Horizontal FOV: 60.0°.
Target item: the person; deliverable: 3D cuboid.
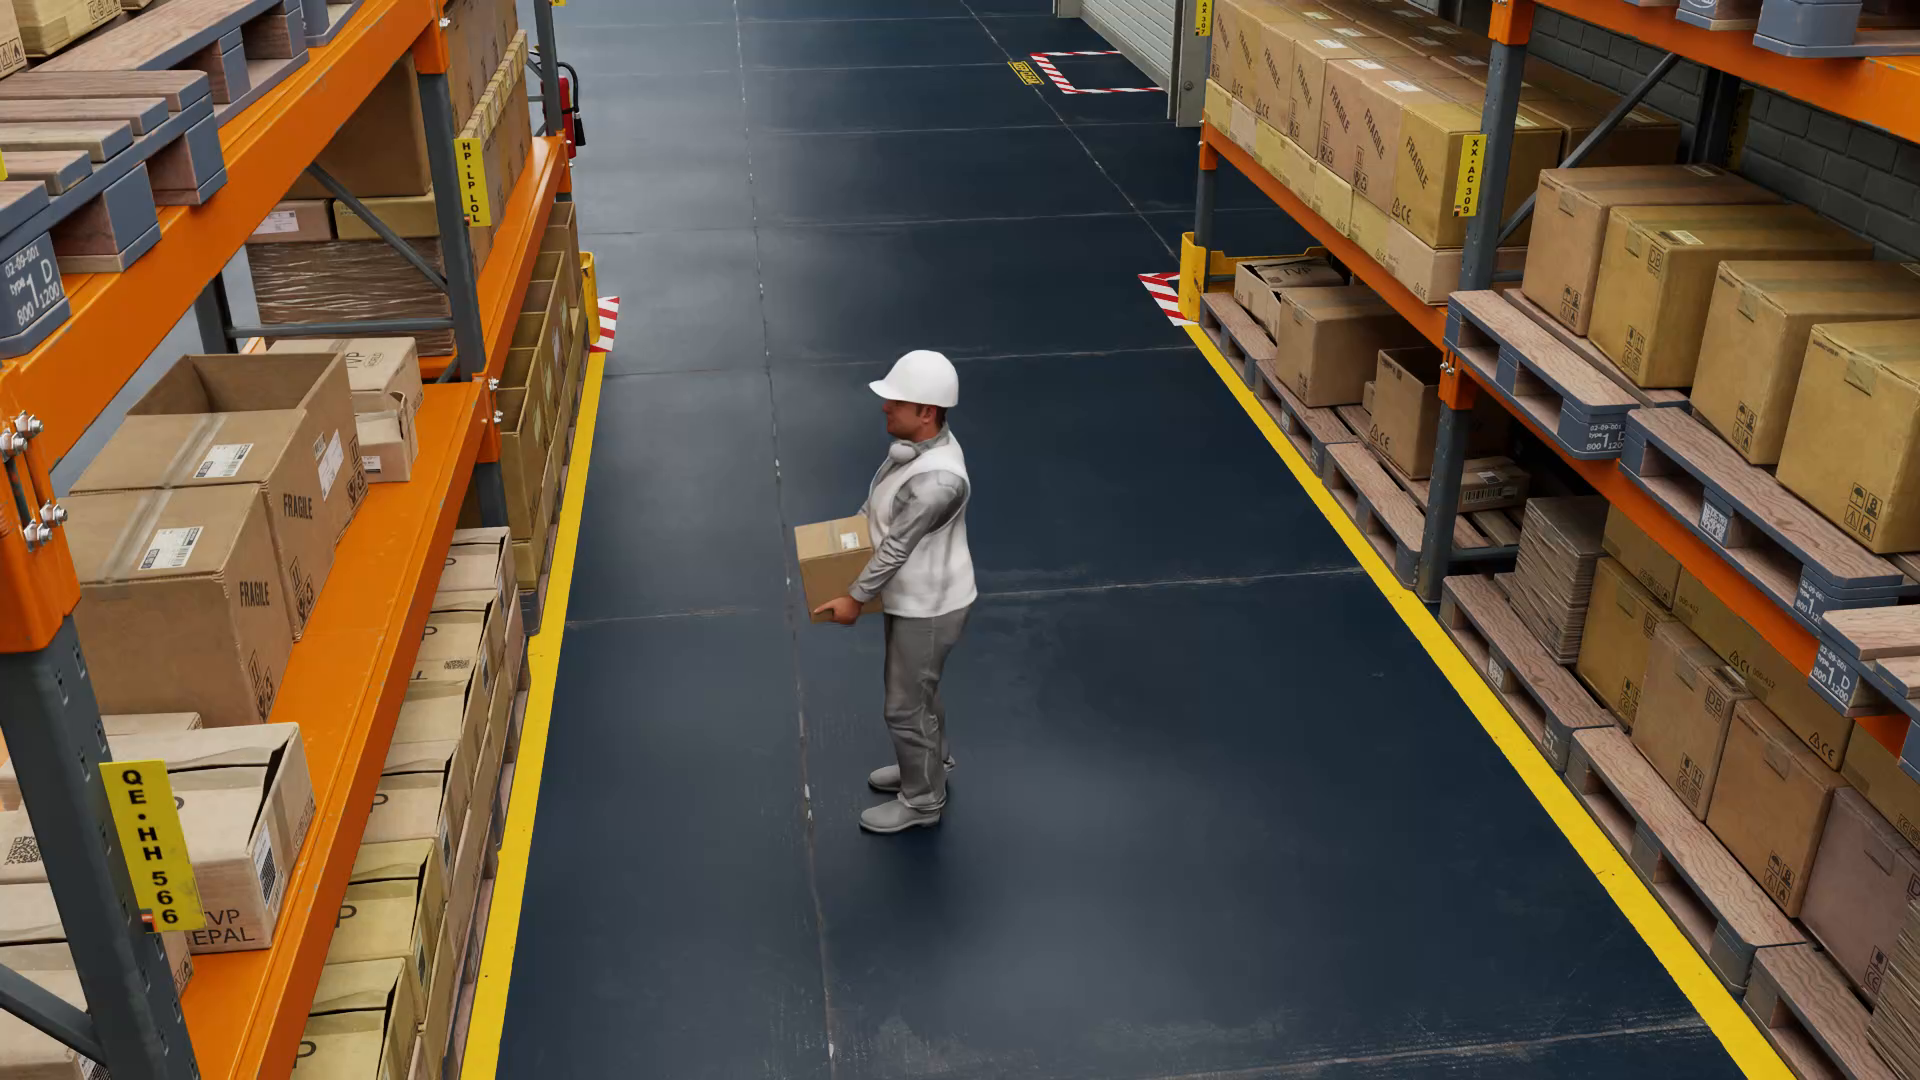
[{"bbox_3d":[-0.228,0.196,5.709,0.558,1.772,0.495,-4,27,-7],"label":"person"}]
